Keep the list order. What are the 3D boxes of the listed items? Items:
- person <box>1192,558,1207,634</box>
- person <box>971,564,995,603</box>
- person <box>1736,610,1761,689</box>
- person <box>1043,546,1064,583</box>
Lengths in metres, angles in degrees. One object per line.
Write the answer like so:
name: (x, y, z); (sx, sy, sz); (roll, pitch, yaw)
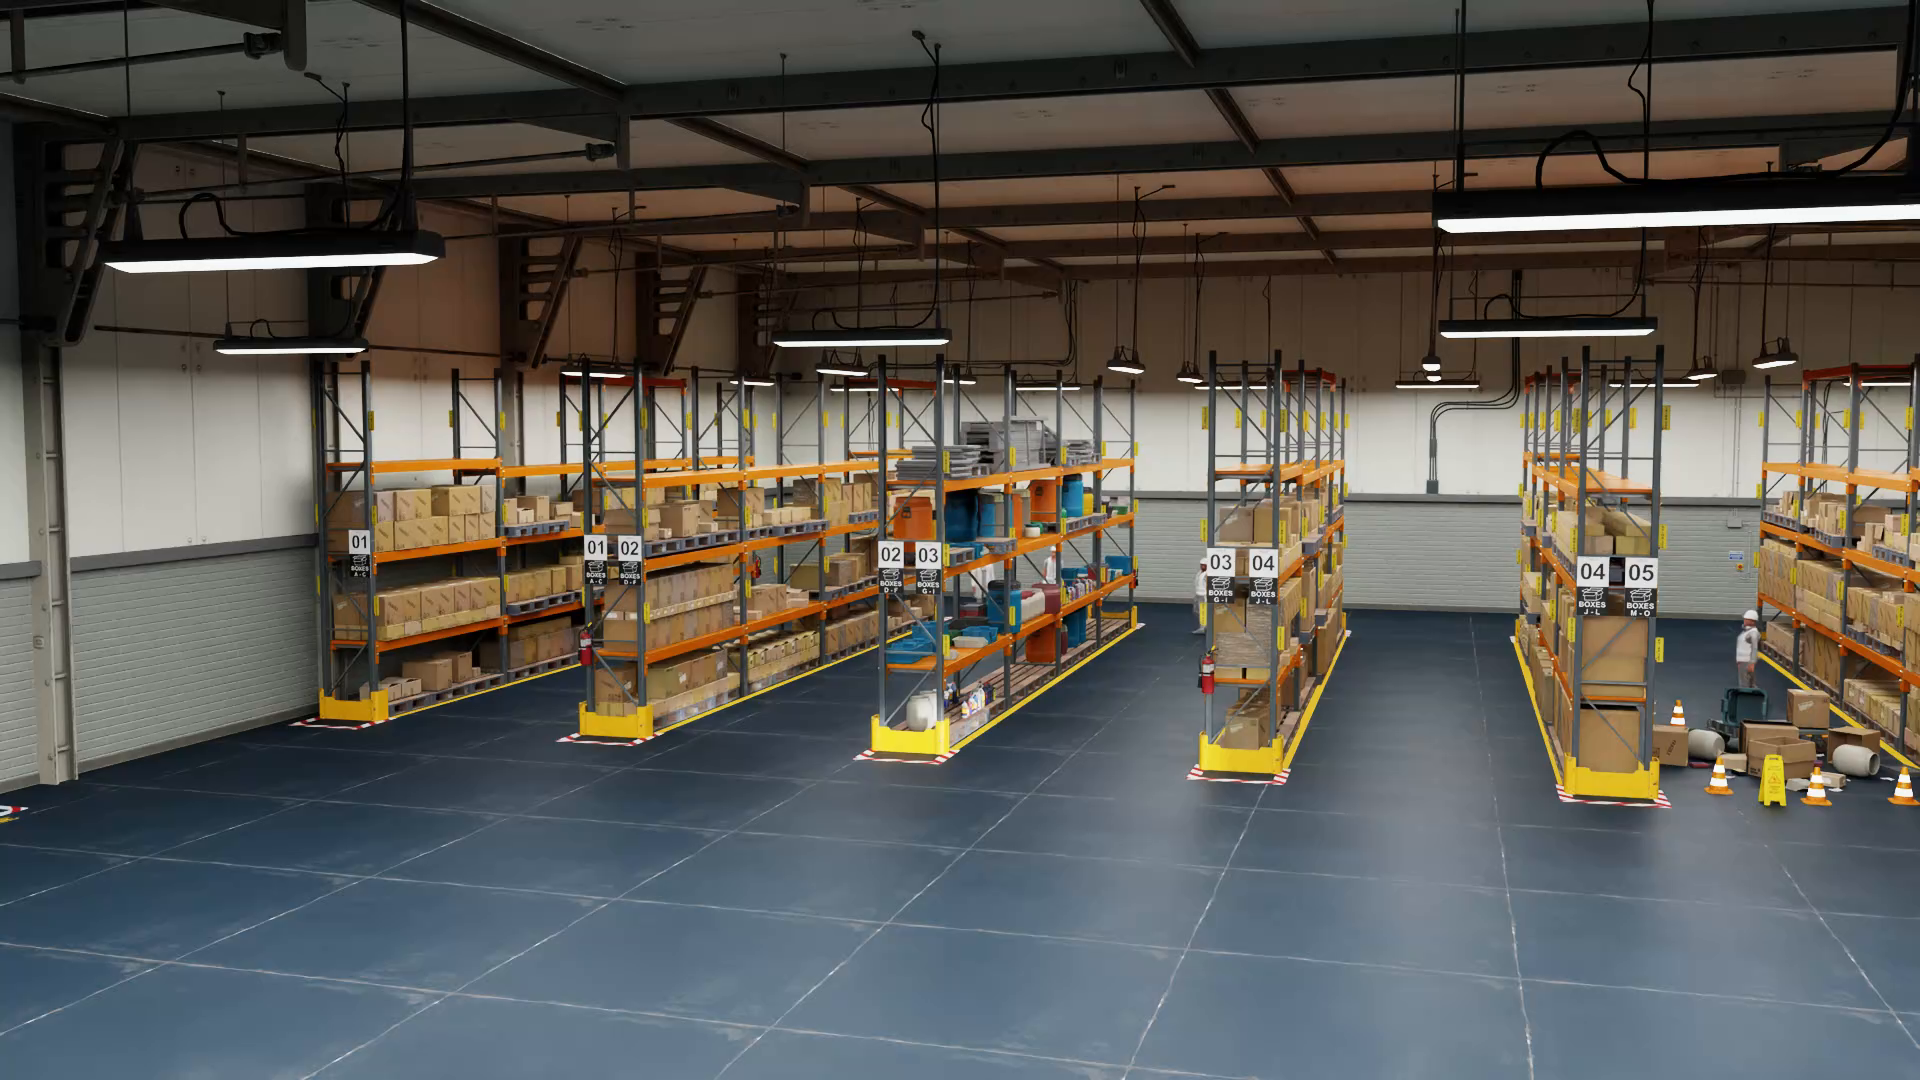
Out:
person: (5.688, 1.321, 39.126); (0.470, 1.783, 0.581); (-1, 4, -12)
person: (0.597, 1.165, 41.280); (0.664, 1.719, 1.060); (0, 4, -4)
person: (13.503, 2.089, 28.508); (0.441, 1.774, 0.560); (3, 5, 35)
person: (2.390, 1.066, 42.356); (0.578, 1.800, 0.459); (1, 4, 10)
